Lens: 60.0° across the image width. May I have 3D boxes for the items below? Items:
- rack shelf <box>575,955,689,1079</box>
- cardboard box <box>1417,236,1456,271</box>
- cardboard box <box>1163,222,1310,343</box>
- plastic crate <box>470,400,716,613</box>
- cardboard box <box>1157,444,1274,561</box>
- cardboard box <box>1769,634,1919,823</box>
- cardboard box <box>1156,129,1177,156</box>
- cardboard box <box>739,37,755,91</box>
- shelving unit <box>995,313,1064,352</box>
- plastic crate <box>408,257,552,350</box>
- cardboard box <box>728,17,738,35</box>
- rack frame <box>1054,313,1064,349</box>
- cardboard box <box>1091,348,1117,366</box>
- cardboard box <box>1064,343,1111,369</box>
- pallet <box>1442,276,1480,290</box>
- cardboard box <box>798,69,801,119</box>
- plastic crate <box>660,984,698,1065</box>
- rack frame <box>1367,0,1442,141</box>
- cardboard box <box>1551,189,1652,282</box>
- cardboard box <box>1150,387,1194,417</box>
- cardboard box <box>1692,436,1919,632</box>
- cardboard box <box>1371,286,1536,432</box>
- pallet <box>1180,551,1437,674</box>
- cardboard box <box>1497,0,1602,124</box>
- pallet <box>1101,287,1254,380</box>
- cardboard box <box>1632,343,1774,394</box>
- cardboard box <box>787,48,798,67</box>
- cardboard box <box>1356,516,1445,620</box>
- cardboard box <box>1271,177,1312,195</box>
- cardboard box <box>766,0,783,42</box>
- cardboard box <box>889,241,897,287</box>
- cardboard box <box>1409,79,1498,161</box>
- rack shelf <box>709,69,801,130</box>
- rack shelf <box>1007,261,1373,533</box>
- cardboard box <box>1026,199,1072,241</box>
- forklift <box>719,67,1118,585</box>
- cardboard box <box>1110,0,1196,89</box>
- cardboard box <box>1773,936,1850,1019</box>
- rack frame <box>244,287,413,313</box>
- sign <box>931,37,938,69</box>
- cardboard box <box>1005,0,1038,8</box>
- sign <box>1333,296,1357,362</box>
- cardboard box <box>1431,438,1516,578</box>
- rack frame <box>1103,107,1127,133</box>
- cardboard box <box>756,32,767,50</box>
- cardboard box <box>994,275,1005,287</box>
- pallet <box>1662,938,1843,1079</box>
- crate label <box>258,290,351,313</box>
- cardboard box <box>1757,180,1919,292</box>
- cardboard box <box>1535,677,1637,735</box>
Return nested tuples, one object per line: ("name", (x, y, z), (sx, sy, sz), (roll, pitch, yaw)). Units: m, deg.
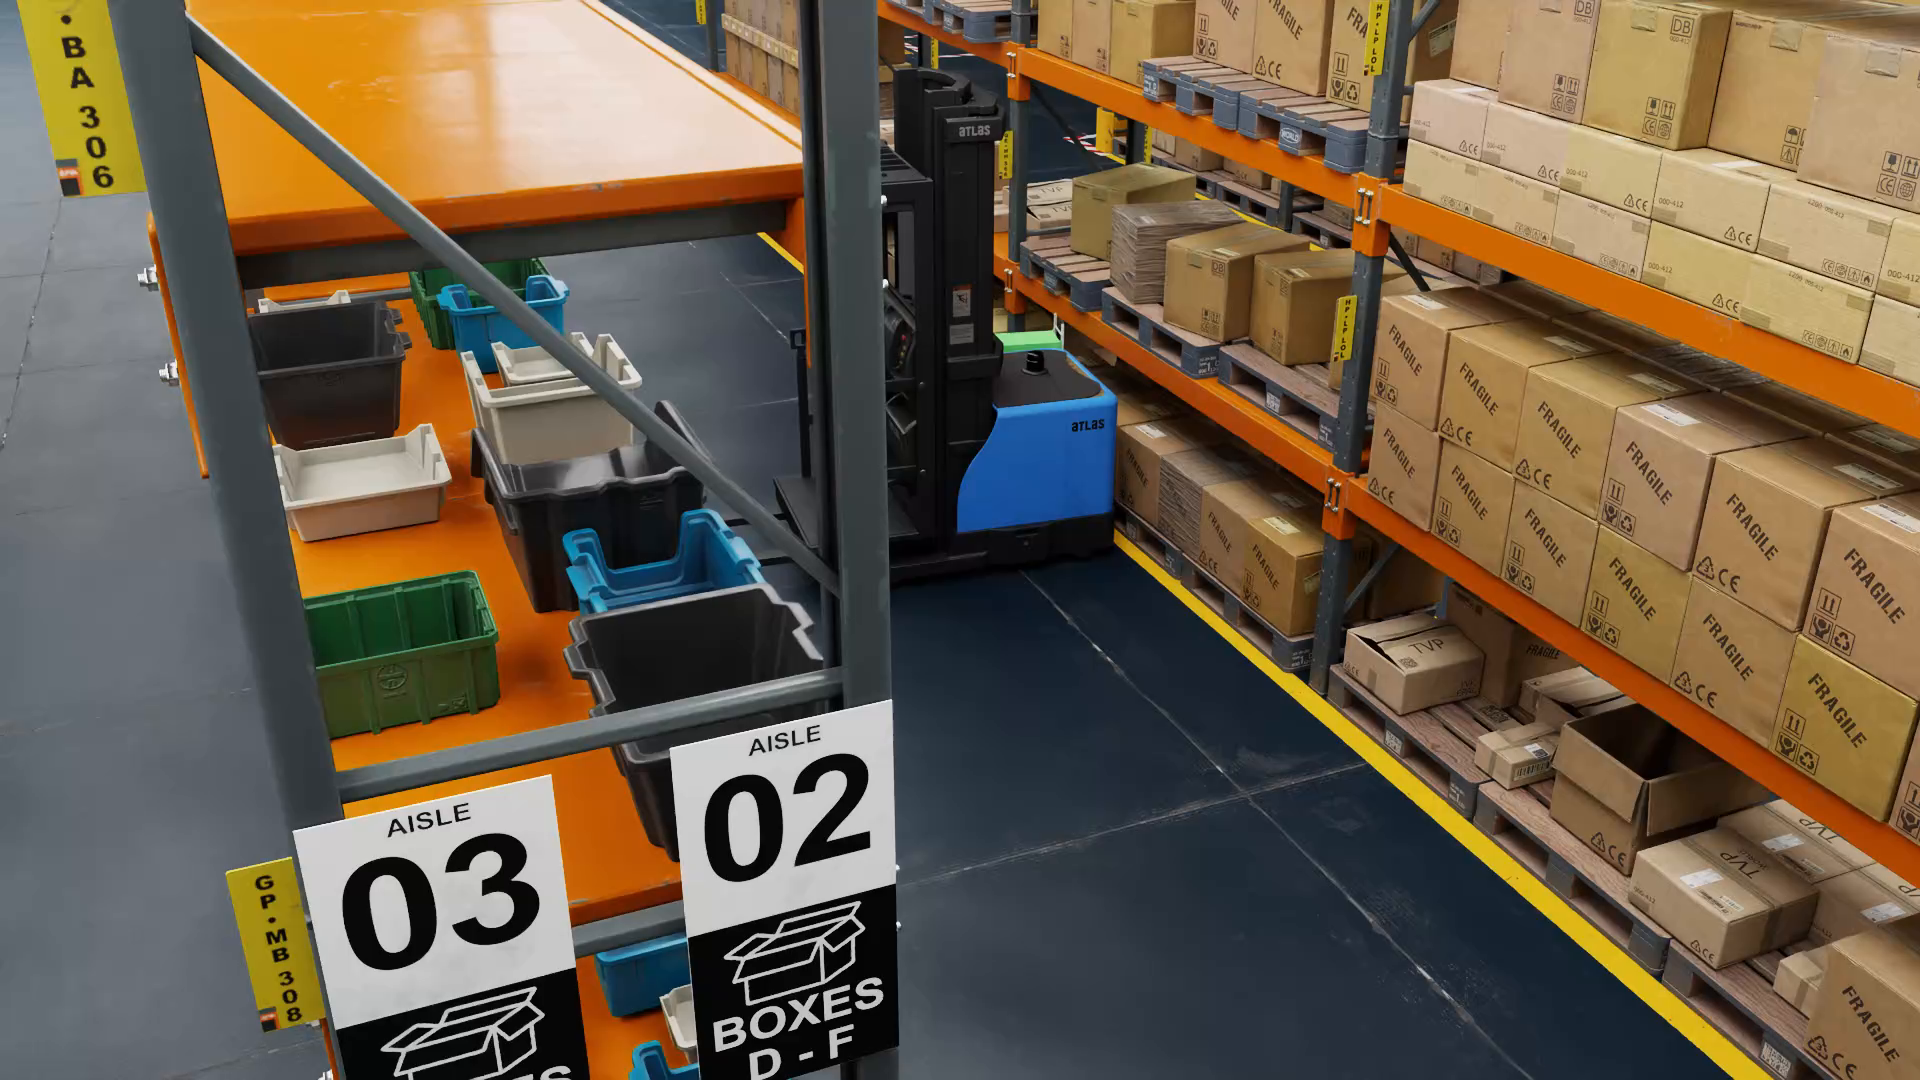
("rack shelf", (-1.385, 1.373, 5.340), (1.077, 0.370, 4.000), (-11, 28, -21))
("cardboard box", (4.736, -2.855, 15.526), (0.700, 0.500, 0.500), (-11, 28, -21))
("cardboard box", (1.642, -1.544, 9.901), (0.700, 0.500, 0.500), (-19, 32, -33))
("plastic crate", (-0.947, -0.127, 4.244), (0.504, 0.338, 0.767), (-11, 28, -21))
("cardboard box", (1.552, -0.236, 10.161), (0.500, 0.500, 0.500), (-10, 28, -20))
("cardboard box", (3.325, 0.619, 5.949), (0.500, 0.500, 0.500), (-10, 28, -20))
("cardboard box", (2.660, -4.769, 19.662), (0.500, 0.311, 0.500), (-8, 27, -16))
("cardboard box", (-1.927, -5.095, 17.653), (0.700, 0.500, 0.500), (-10, 28, -19))
("shelving unit", (0.416, -0.907, 11.241), (0.503, 1.200, 0.258), (-4, 26, -9))
("plastic crate", (-1.724, -0.892, 5.980), (0.450, 0.188, 0.662), (-11, 28, -21))
("cardboard box", (-2.247, -5.487, 17.716), (0.380, 0.149, 0.250), (-11, 28, -22))
("rack frame", (0.657, -0.926, 11.278), (0.015, 1.200, 0.240), (-4, 26, -9))
("cardboard box", (0.890, -1.437, 12.930), (0.500, 0.250, 0.500), (-11, 28, -21))
("cardboard box", (0.740, -1.064, 11.858), (0.500, 0.500, 0.500), (-9, 28, -18))
("pallet", (5.076, -2.138, 14.888), (1.003, 0.211, 1.213), (-11, 28, -21))
("cardboard box", (-1.134, -4.272, 15.967), (0.700, 0.500, 0.500), (-11, 28, -21))
("plastic crate", (-0.711, 1.375, 4.748), (0.250, 0.136, 0.298), (-11, 28, -21))
("rack frame", (2.391, -3.303, 7.259), (1.000, 3.000, 0.127), (-11, 28, -21))
("cardboard box", (2.740, -1.245, 6.632), (0.500, 0.250, 0.500), (-11, 28, -21))
("cardboard box", (1.609, -0.751, 11.216), (0.500, 0.500, 0.500), (-12, 28, -22))
("cardboard box", (3.124, -0.032, 6.143), (0.500, 0.500, 0.500), (-10, 28, -19))
("cardboard box", (2.317, -0.863, 7.846), (0.500, 0.500, 0.500), (-10, 28, -19))
("pallet", (2.038, 0.324, 9.847), (1.003, 0.211, 1.213), (-11, 28, -21))
("cardboard box", (2.682, -2.034, 6.824), (0.700, 0.500, 0.500), (-11, 28, -21))
("pallet", (1.590, -1.352, 10.319), (1.003, 0.211, 1.213), (-11, 28, -21))
("cardboard box", (3.228, -0.532, 7.168), (0.500, 0.500, 0.500), (-10, 28, -20))
("cardboard box", (-1.442, -4.658, 16.017), (0.380, 0.149, 0.250), (-11, 28, -21))
("cardboard box", (2.426, 0.081, 9.513), (0.500, 0.500, 0.500), (-12, 28, -23))
("cardboard box", (3.578, -3.825, 17.894), (0.380, 0.166, 0.250), (-15, 30, -27))
("cardboard box", (-1.511, -5.251, 16.493), (0.700, 0.500, 0.500), (-11, 28, -21))
("cardboard box", (-0.414, -2.421, 14.306), (0.500, 0.311, 0.500), (-12, 28, -22))
("cardboard box", (2.353, -1.874, 7.351), (0.500, 0.250, 0.500), (-11, 28, -21))
("rack shelf", (-1.525, -4.321, 17.002), (1.077, 0.370, 4.000), (-11, 28, -21))
("rack shelf", (1.608, -1.092, 10.387), (1.077, 0.370, 4.000), (-11, 28, -21))
("cardboard box", (0.722, -2.337, 12.219), (0.500, 0.311, 0.500), (-9, 27, -17))
("forklift", (-0.599, -1.237, 9.944), (3.031, 2.935, 1.130), (-8, 27, -15))
("cardboard box", (1.430, -3.029, 10.002), (0.910, 0.500, 0.500), (-11, 28, -21))
("cardboard box", (3.442, 1.727, 6.523), (0.380, 0.166, 0.250), (-11, 28, -21))
("rack frame", (-2.168, 0.242, 6.836), (1.000, 3.000, 0.127), (-11, 28, -21))
("sign", (-0.246, -4.419, 15.153), (0.100, 0.325, 0.005), (-11, 28, -21))
("cardboard box", (0.595, -3.865, 11.521), (0.500, 0.250, 0.500), (-13, 29, -24))
("sign", (1.882, -1.031, 8.123), (0.100, 0.325, 0.005), (-11, 28, -21))
("cardboard box", (2.543, -0.194, 7.614), (0.500, 0.500, 0.500), (-10, 28, -20))
("rack frame", (2.248, -6.305, 20.244), (1.000, 3.000, 0.127), (-11, 28, -21))
("cardboard box", (-1.847, -5.073, 16.869), (0.380, 0.149, 0.250), (-11, 28, -21))
("cardboard box", (0.479, -2.106, 13.661), (0.500, 0.311, 0.500), (-11, 28, -22))
("pallet", (3.615, 1.908, 6.602), (1.003, 0.211, 1.213), (-11, 28, -21))
("crate label", (-2.242, -0.740, 5.729), (0.293, 0.136, 0.466), (-11, 28, -21))
("cardboard box", (3.133, -1.066, 5.696), (0.500, 0.250, 0.500), (-11, 28, -21))
("cardboard box", (3.169, 0.887, 8.078), (0.500, 0.311, 0.500), (-11, 28, -21))
